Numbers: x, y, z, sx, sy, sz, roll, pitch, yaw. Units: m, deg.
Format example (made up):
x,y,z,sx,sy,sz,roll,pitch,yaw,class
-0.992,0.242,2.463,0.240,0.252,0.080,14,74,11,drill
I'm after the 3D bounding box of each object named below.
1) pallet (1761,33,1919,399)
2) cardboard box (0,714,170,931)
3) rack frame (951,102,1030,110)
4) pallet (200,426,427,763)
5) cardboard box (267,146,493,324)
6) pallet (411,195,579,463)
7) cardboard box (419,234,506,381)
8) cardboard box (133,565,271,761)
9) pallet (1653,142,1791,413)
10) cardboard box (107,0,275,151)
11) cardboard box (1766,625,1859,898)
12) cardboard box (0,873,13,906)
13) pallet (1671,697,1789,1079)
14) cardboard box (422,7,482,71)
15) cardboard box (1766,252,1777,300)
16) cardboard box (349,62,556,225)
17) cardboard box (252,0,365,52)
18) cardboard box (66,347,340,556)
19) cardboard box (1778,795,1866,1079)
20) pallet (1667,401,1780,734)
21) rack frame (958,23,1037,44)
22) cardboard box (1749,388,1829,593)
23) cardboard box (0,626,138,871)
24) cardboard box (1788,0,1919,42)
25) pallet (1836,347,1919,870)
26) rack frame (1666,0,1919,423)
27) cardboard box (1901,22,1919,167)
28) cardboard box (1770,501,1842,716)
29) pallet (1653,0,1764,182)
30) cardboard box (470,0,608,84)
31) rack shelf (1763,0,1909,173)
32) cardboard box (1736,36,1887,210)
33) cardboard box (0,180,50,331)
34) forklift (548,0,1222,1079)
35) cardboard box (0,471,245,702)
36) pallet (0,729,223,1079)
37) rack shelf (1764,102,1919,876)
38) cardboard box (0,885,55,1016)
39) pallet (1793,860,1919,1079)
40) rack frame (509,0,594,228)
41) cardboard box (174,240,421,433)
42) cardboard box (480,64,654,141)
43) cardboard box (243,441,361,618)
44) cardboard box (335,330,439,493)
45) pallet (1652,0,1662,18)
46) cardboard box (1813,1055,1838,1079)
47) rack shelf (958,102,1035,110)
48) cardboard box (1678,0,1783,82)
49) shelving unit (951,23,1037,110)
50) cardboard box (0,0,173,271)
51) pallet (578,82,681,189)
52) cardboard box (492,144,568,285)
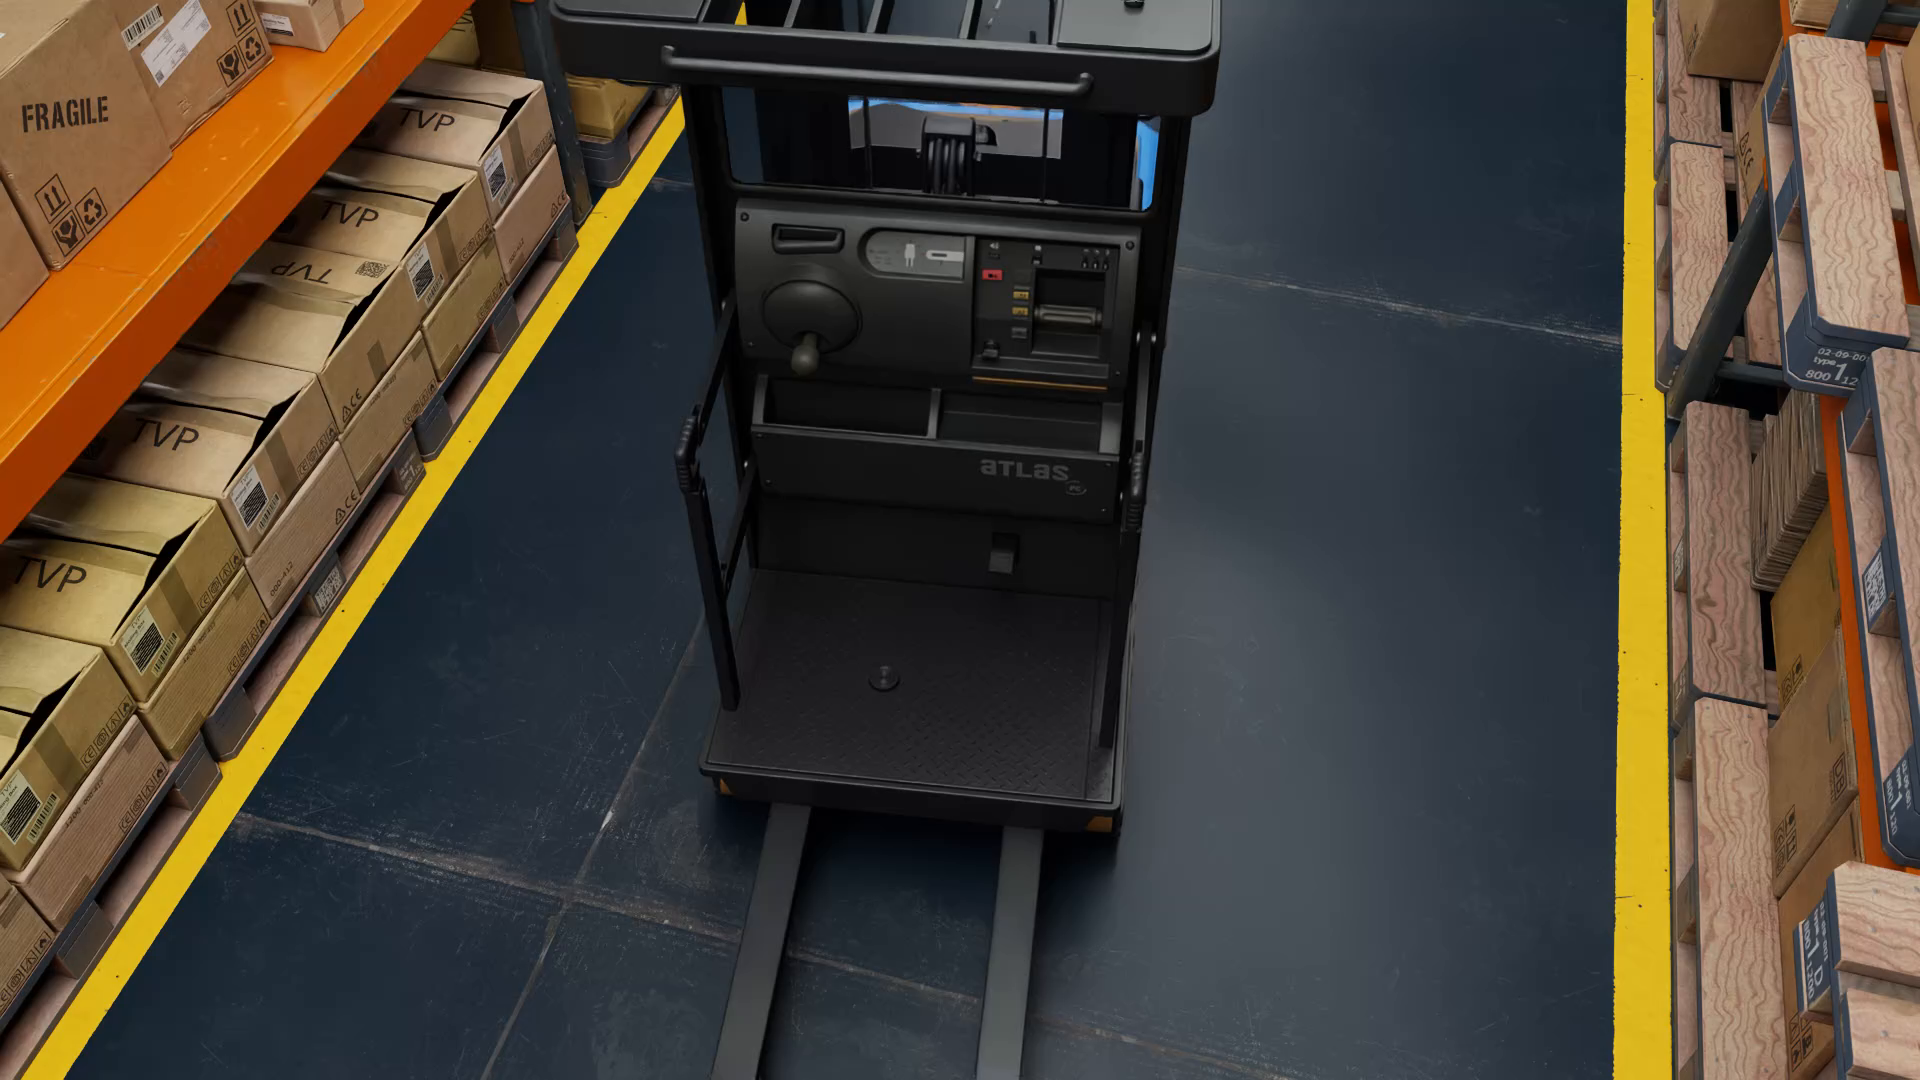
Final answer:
x,y,z,sx,sy,sz,roll,pitch,yaw,class
2.537,-0.754,4.042,1.003,0.211,1.213,12,50,10,pallet
-2.402,0.664,4.217,0.500,0.250,0.500,10,49,9,cardboard box
0.092,-1.017,5.348,0.240,1.200,0.006,5,49,4,rack frame
-2.377,0.033,5.080,1.003,0.211,1.213,12,50,10,pallet
-1.863,-1.004,5.315,0.500,0.311,0.500,13,50,11,cardboard box
-2.058,-0.853,5.862,1.003,0.211,1.213,12,50,10,pallet
-1.866,-0.822,5.529,0.500,0.250,0.500,11,49,9,cardboard box
-2.271,0.286,4.550,0.500,0.250,0.500,10,49,9,cardboard box
3.021,-0.911,5.913,1.003,0.211,1.213,12,50,10,pallet
-2.258,-1.416,4.432,0.500,0.500,0.500,15,50,13,cardboard box
2.440,0.621,4.075,0.700,0.500,0.500,12,50,10,cardboard box
-2.533,0.842,3.686,0.500,0.311,0.500,13,50,11,cardboard box
2.356,1.030,4.200,1.003,0.211,1.213,12,50,10,pallet
-1.991,-1.924,6.501,0.500,0.250,0.500,12,50,10,cardboard box
2.990,-0.942,5.677,0.380,0.166,0.250,6,49,5,cardboard box
-1.732,-1.381,5.648,0.500,0.311,0.500,12,50,10,cardboard box
-1.956,-1.599,4.750,0.396,0.266,0.258,10,49,9,cardboard box
-2.132,-0.280,4.676,0.500,0.311,0.500,11,49,10,cardboard box
2.316,0.988,3.751,0.700,0.500,0.500,11,50,10,cardboard box
2.675,0.145,4.981,1.003,0.211,1.213,12,50,10,pallet
0.113,-1.154,5.468,0.240,1.200,0.006,5,49,4,rack frame
2.701,-0.124,4.732,0.700,0.500,0.500,13,50,11,cardboard box
-2.403,0.460,4.023,0.500,0.311,0.500,10,49,9,cardboard box
2.710,-1.700,4.837,0.500,0.250,0.500,12,50,10,cardboard box
2.307,0.176,3.222,1.003,0.211,1.213,12,50,10,pallet
2.878,-1.341,4.433,1.000,3.000,0.127,12,50,10,rack frame
2.711,-1.158,3.912,0.700,0.500,0.500,12,50,10,cardboard box
2.613,0.260,4.394,0.700,0.500,0.500,11,49,9,cardboard box
3.340,-1.796,6.695,1.003,0.211,1.213,12,50,10,pallet
-1.478,-2.067,6.127,0.500,0.500,0.500,12,50,10,cardboard box
3.405,-2.550,5.979,1.077,0.370,4.000,12,50,10,rack shelf
3.113,-1.418,5.875,0.500,0.500,0.500,8,49,7,cardboard box
-2.529,-0.673,3.776,0.500,0.500,0.500,9,49,8,cardboard box
-0.081,-0.456,3.697,1.130,2.935,3.031,5,49,4,forklift
-2.267,0.092,4.348,0.500,0.311,0.500,10,49,9,cardboard box
-2.700,0.912,4.304,1.003,0.211,1.213,12,50,10,pallet
2.352,0.344,3.426,1.077,0.370,4.000,12,50,10,rack shelf
-2.533,1.027,3.896,0.500,0.250,0.500,11,50,10,cardboard box
1.910,1.079,2.425,1.213,0.211,1.003,12,50,10,pallet
-1.902,-2.316,5.293,1.000,3.000,0.127,12,50,10,rack frame
-1.996,-0.643,4.997,0.500,0.311,0.500,11,50,10,cardboard box
-1.487,-1.821,6.410,0.500,0.250,0.500,12,50,10,cardboard box
-2.136,-0.084,4.878,0.500,0.250,0.500,12,50,11,cardboard box
-2.000,-0.452,5.202,0.500,0.250,0.500,13,50,11,cardboard box
3.663,-2.676,7.471,1.003,0.211,1.213,12,50,10,pallet
2.212,1.353,3.429,0.700,0.500,0.500,11,50,10,cardboard box
0.102,-1.294,5.171,0.258,0.103,0.180,5,49,4,rack shelf
3.271,-2.137,6.509,0.700,0.500,0.500,9,49,8,cardboard box
0.102,-1.086,5.408,0.258,1.200,0.189,5,49,4,shelving unit
-2.390,-1.053,4.112,0.500,0.500,0.500,12,50,10,cardboard box
-1.652,-1.960,6.839,1.003,0.211,1.213,12,50,10,pallet
-1.731,-1.188,5.852,0.500,0.250,0.500,11,50,10,cardboard box
